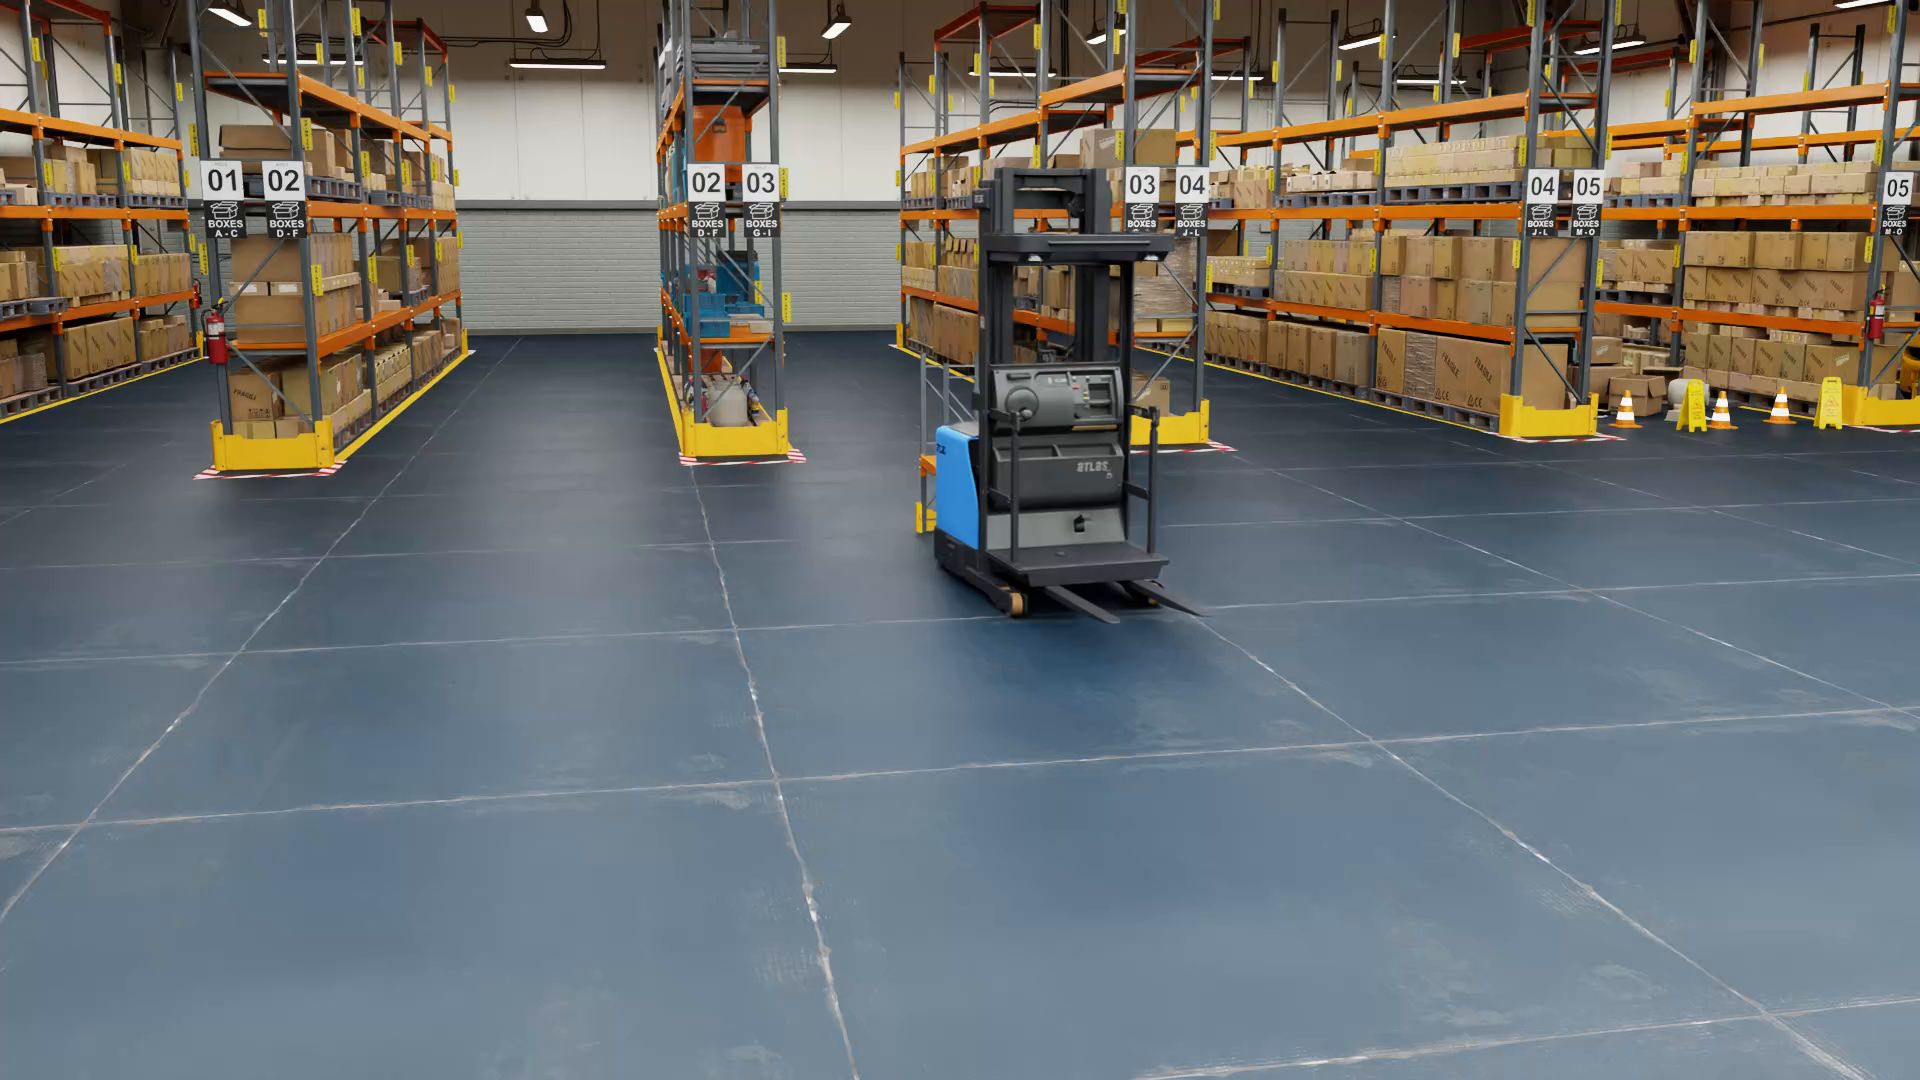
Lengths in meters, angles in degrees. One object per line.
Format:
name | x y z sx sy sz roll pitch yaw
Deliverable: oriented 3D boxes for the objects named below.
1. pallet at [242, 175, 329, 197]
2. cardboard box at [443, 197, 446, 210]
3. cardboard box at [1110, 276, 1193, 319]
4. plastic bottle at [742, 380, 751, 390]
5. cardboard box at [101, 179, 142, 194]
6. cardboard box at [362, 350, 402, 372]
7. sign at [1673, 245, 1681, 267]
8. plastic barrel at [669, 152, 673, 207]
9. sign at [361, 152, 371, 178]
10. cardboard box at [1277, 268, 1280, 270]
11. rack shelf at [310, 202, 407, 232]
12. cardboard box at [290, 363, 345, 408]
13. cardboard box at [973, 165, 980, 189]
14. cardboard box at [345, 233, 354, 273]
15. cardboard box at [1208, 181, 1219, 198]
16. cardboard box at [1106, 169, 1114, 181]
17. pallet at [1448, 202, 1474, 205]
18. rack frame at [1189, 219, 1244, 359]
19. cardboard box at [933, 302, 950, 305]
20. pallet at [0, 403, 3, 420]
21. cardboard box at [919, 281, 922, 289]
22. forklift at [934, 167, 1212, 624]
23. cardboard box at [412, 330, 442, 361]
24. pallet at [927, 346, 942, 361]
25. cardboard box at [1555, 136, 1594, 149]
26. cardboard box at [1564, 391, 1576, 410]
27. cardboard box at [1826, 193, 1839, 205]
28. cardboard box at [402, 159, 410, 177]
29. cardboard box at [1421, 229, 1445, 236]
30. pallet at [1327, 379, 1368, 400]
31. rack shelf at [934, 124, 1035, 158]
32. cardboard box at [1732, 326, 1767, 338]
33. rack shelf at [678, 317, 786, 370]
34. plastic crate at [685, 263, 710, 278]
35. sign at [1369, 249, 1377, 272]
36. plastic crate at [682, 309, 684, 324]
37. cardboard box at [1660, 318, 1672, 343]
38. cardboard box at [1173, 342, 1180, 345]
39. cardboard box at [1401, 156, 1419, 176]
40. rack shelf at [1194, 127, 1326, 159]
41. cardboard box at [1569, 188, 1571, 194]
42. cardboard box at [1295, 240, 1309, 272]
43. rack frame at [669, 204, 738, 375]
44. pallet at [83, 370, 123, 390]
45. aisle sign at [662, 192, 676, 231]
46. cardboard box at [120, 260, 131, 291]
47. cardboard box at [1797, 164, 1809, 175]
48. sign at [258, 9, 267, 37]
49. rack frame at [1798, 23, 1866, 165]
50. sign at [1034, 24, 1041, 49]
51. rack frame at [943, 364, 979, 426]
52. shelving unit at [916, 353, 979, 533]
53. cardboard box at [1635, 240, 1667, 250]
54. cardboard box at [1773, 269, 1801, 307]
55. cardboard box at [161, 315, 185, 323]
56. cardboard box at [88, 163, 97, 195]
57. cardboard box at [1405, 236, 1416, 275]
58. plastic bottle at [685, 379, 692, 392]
pallet | -7.456 -3.825 17.984 1.003 0.211 1.213 -2 11 -11
cardboard box | -9.819 -6.238 30.828 0.500 0.250 0.500 -2 11 -11
cardboard box | 2.294 -2.921 19.957 0.875 0.500 0.500 -2 11 -11
plastic bottle | -2.754 -1.890 21.512 0.144 0.351 0.185 -2 11 -11
cardboard box | -14.412 -6.076 28.584 0.500 0.250 0.500 -2 11 -11
cardboard box | -8.353 -2.588 24.000 0.500 0.311 0.500 -2 11 -11
sign | 10.774 -4.266 24.989 0.100 0.325 0.005 -2 11 -11
plastic barrel | -3.966 -5.317 24.438 0.600 0.830 0.708 -2 11 -11
sign | -7.577 -4.785 21.195 0.100 0.325 0.005 -2 11 -11
cardboard box | 5.696 -4.676 28.996 0.380 0.149 0.250 -2 11 -13
rack shelf | -8.510 -4.485 23.138 1.077 0.370 4.000 -2 11 -11
cardboard box | -7.438 -1.777 19.237 0.500 0.500 0.500 -2 11 -11
cardboard box | 0.629 -5.931 27.412 0.797 0.503 0.637 -1 11 -8
cardboard box | -8.029 -3.603 20.867 0.700 0.500 0.500 -2 11 -11
cardboard box | 4.891 -6.453 30.673 0.500 0.311 0.500 -2 11 -12
cardboard box | 1.918 -4.357 19.879 0.380 0.149 0.250 -3 11 -13
pallet | 9.988 -6.398 31.779 0.805 0.209 1.217 -3 11 -13
rack frame | 4.925 -4.986 31.872 1.000 3.000 0.127 -2 11 -11
cardboard box | -0.009 -4.111 31.833 0.875 0.875 0.875 -2 11 -11
pallet | -13.133 -1.590 21.485 1.003 0.211 1.213 -2 11 -11
cardboard box | -0.590 -4.981 32.515 0.380 0.149 0.250 -2 11 -12
forklift | 0.745 -1.014 11.184 1.130 2.935 3.031 -3 11 -18
cardboard box | -9.300 -3.373 28.905 0.500 0.500 0.500 -2 11 -11
pallet | -0.031 -3.597 32.030 1.003 0.211 1.213 -2 11 -11
cardboard box | 7.507 -4.856 20.311 0.380 0.149 0.250 -2 11 -10
cardboard box | 8.622 -1.928 23.115 0.396 0.266 0.258 0 11 -1
cardboard box | 11.653 -4.484 21.882 0.380 0.149 0.250 -2 11 -9
cardboard box | -9.499 -6.026 27.655 0.600 0.600 0.600 -2 11 -12
cardboard box | 9.389 -6.089 32.988 0.380 0.149 0.250 -2 11 -12
pallet | 6.257 -2.288 25.153 1.003 0.211 1.213 -2 11 -11
rack shelf | 0.430 -6.855 28.639 1.077 0.370 4.000 -2 11 -11
cardboard box | 11.290 -2.974 23.788 0.380 0.149 0.250 -1 11 -8
rack shelf | -2.873 -2.457 20.507 1.077 0.370 4.000 -2 11 -11
plastic crate | -5.347 -5.370 33.634 0.616 0.435 0.499 -2 11 -11
sign | 5.951 -4.028 23.950 0.100 0.325 0.005 -2 11 -11
plastic crate | -3.275 -2.814 21.025 0.450 0.188 0.662 -2 11 -11
cardboard box | 14.503 -4.248 33.553 0.500 0.500 0.500 -2 11 -9
cardboard box | 4.432 -3.949 32.921 0.380 0.149 0.250 -2 11 -13
cardboard box | 6.402 -5.128 22.810 0.500 0.250 0.500 -2 11 -11
rack shelf | 5.314 -7.017 29.489 1.077 0.370 4.000 -2 11 -11
cardboard box | 10.318 -6.246 29.066 0.797 0.503 0.637 -3 11 -15
cardboard box | 5.881 -4.618 26.993 0.700 0.500 0.500 -2 11 -12
rack frame | -4.040 -3.911 26.221 1.000 3.000 0.127 -2 11 -11
pallet | -14.071 -2.551 26.536 1.003 0.211 1.213 -2 11 -11
aisle sign | -5.901 -6.658 33.700 0.394 0.787 0.004 -2 11 -11
cardboard box | -14.199 -4.414 27.747 0.500 0.500 0.500 -2 11 -12
cardboard box | 11.595 -5.015 22.537 0.380 0.149 0.250 -2 11 -13
sign | -8.651 -6.421 20.653 0.100 0.325 0.005 -2 11 -11
rack frame | 15.407 -7.580 29.452 1.000 3.000 0.127 -2 11 -11
sign | 1.053 -6.820 22.539 0.100 0.325 0.005 -2 11 -11
rack frame | 0.115 -0.628 12.984 0.500 1.500 0.032 -2 11 -11
shelving unit | 0.015 -0.723 13.483 0.587 1.500 1.083 -2 11 -11
cardboard box | 10.859 -4.640 26.133 0.380 0.149 0.250 -2 11 -13
cardboard box | 11.533 -3.453 22.752 0.500 0.500 0.500 -2 11 -11
cardboard box | -14.876 -4.173 31.427 0.380 0.149 0.250 -2 11 -12
cardboard box | -14.472 -5.858 26.983 0.700 0.500 0.500 -3 11 -14
cardboard box | 6.740 -3.958 23.179 0.875 0.550 0.550 -2 11 -11
plastic bottle | -3.512 -1.929 21.716 0.144 0.351 0.185 -2 11 -9
